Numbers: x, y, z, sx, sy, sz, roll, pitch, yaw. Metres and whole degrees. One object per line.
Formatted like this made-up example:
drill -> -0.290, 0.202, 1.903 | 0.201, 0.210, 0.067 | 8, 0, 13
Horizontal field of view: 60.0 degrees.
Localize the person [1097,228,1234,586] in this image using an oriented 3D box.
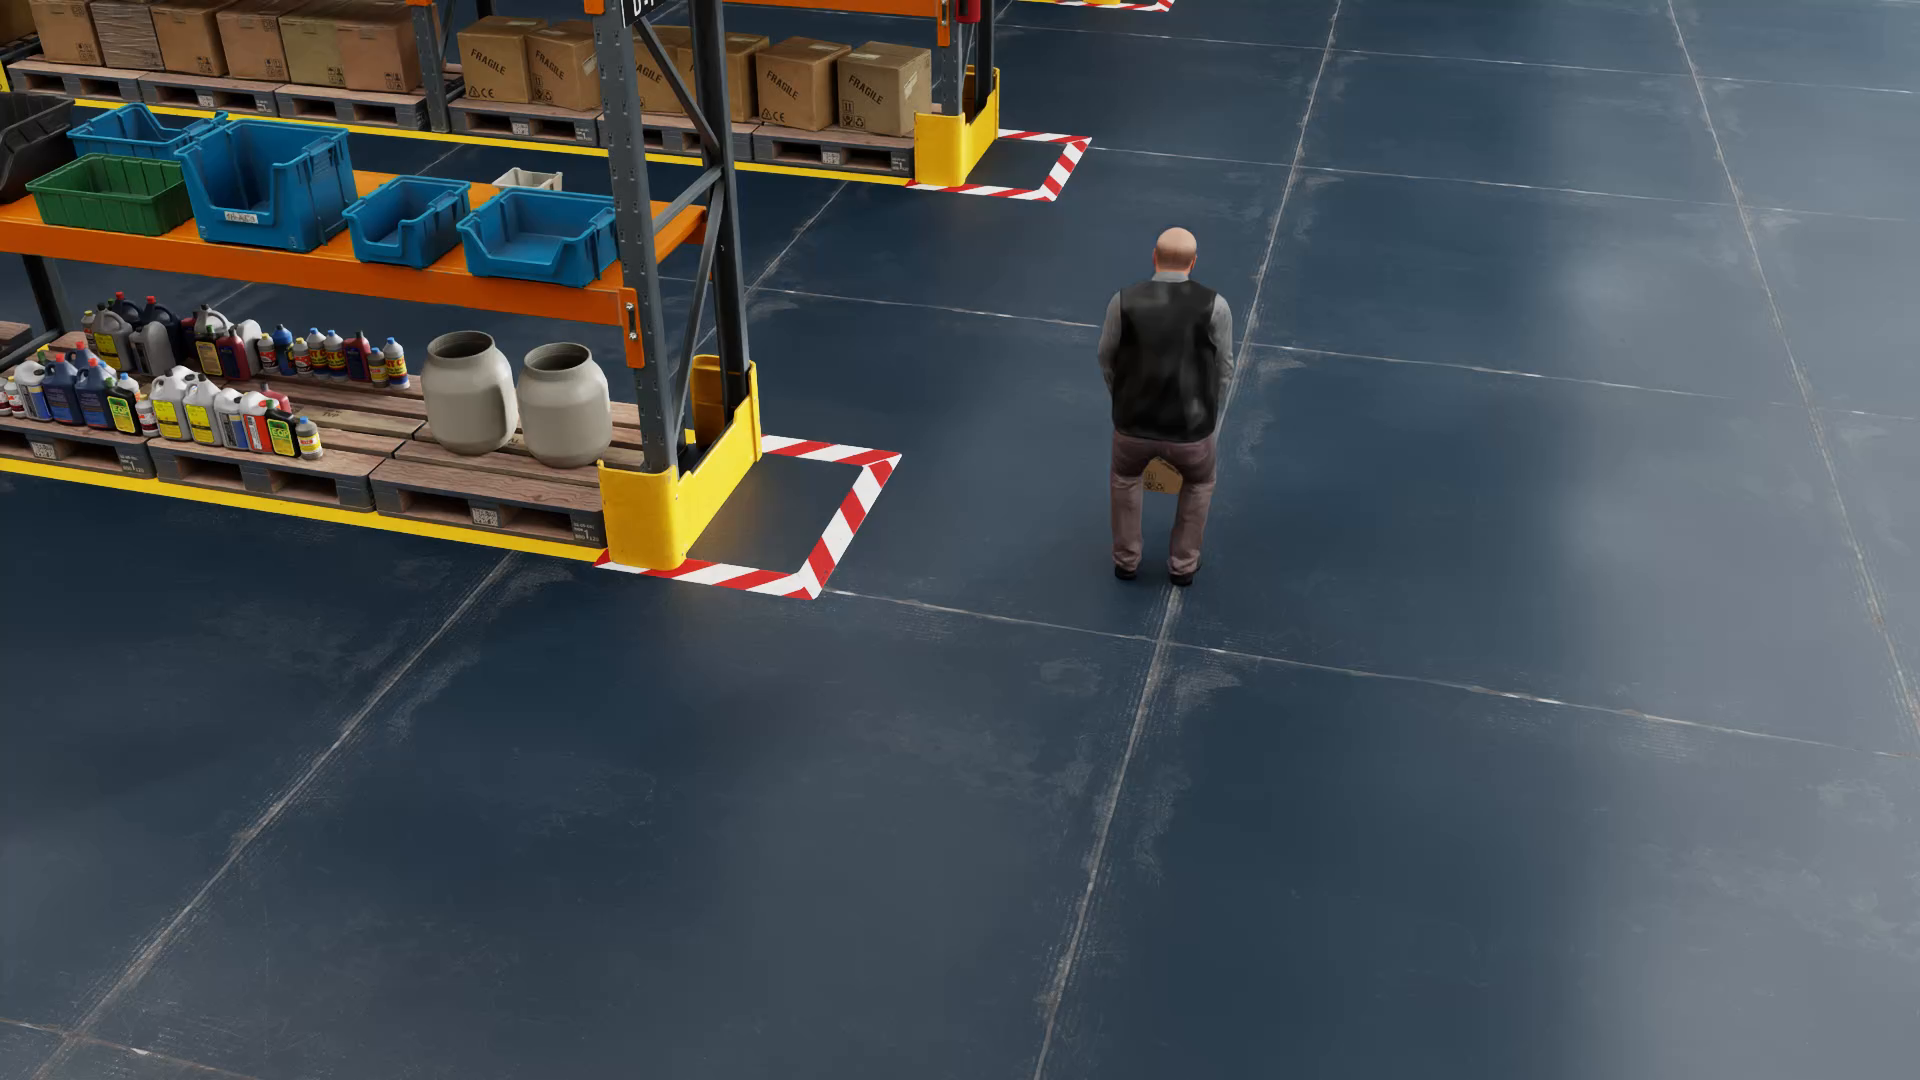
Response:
person -> 0.856, -0.532, 7.154 | 0.583, 1.560, 0.579 | 9, 34, 13
